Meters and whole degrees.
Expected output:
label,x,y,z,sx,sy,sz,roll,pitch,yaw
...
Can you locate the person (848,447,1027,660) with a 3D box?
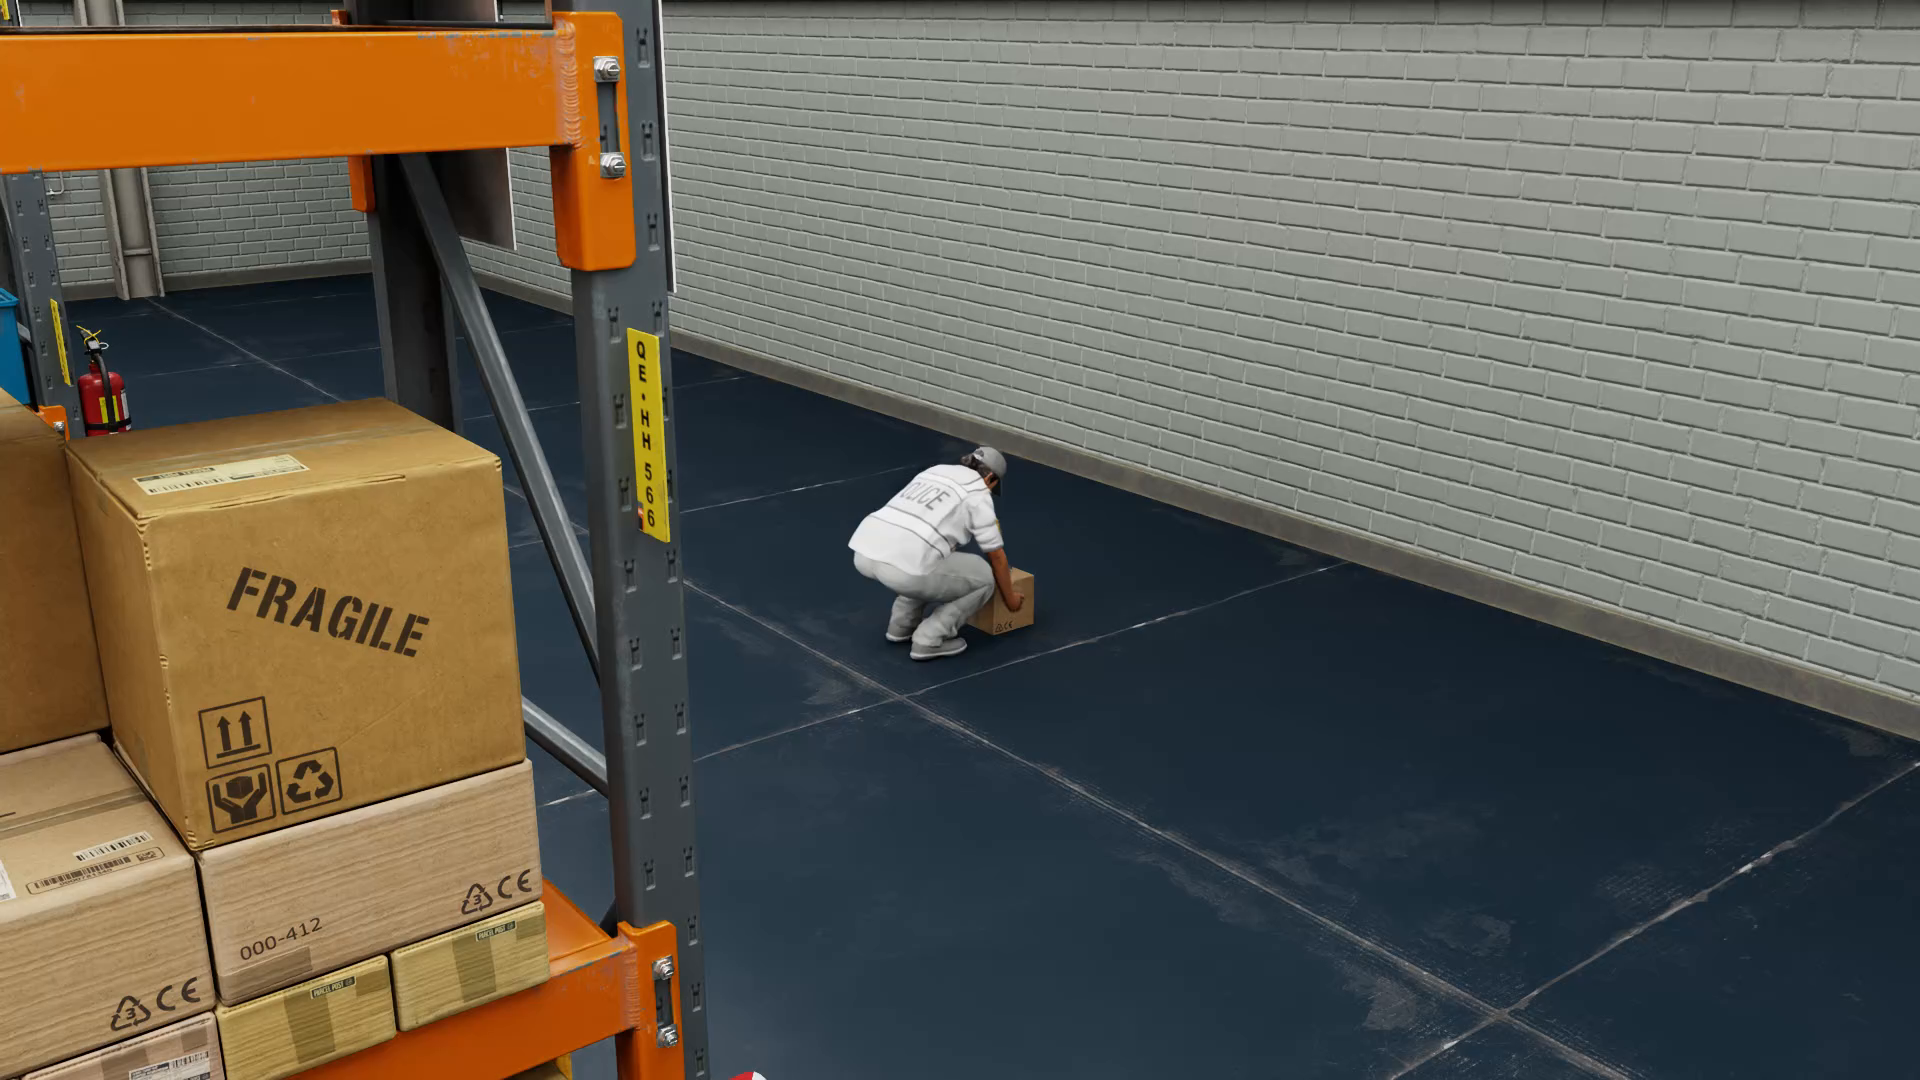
label,x,y,z,sx,sy,sz,roll,pitch,yaw
person,-0.103,0.056,7.679,0.861,0.875,0.525,-14,22,-36
